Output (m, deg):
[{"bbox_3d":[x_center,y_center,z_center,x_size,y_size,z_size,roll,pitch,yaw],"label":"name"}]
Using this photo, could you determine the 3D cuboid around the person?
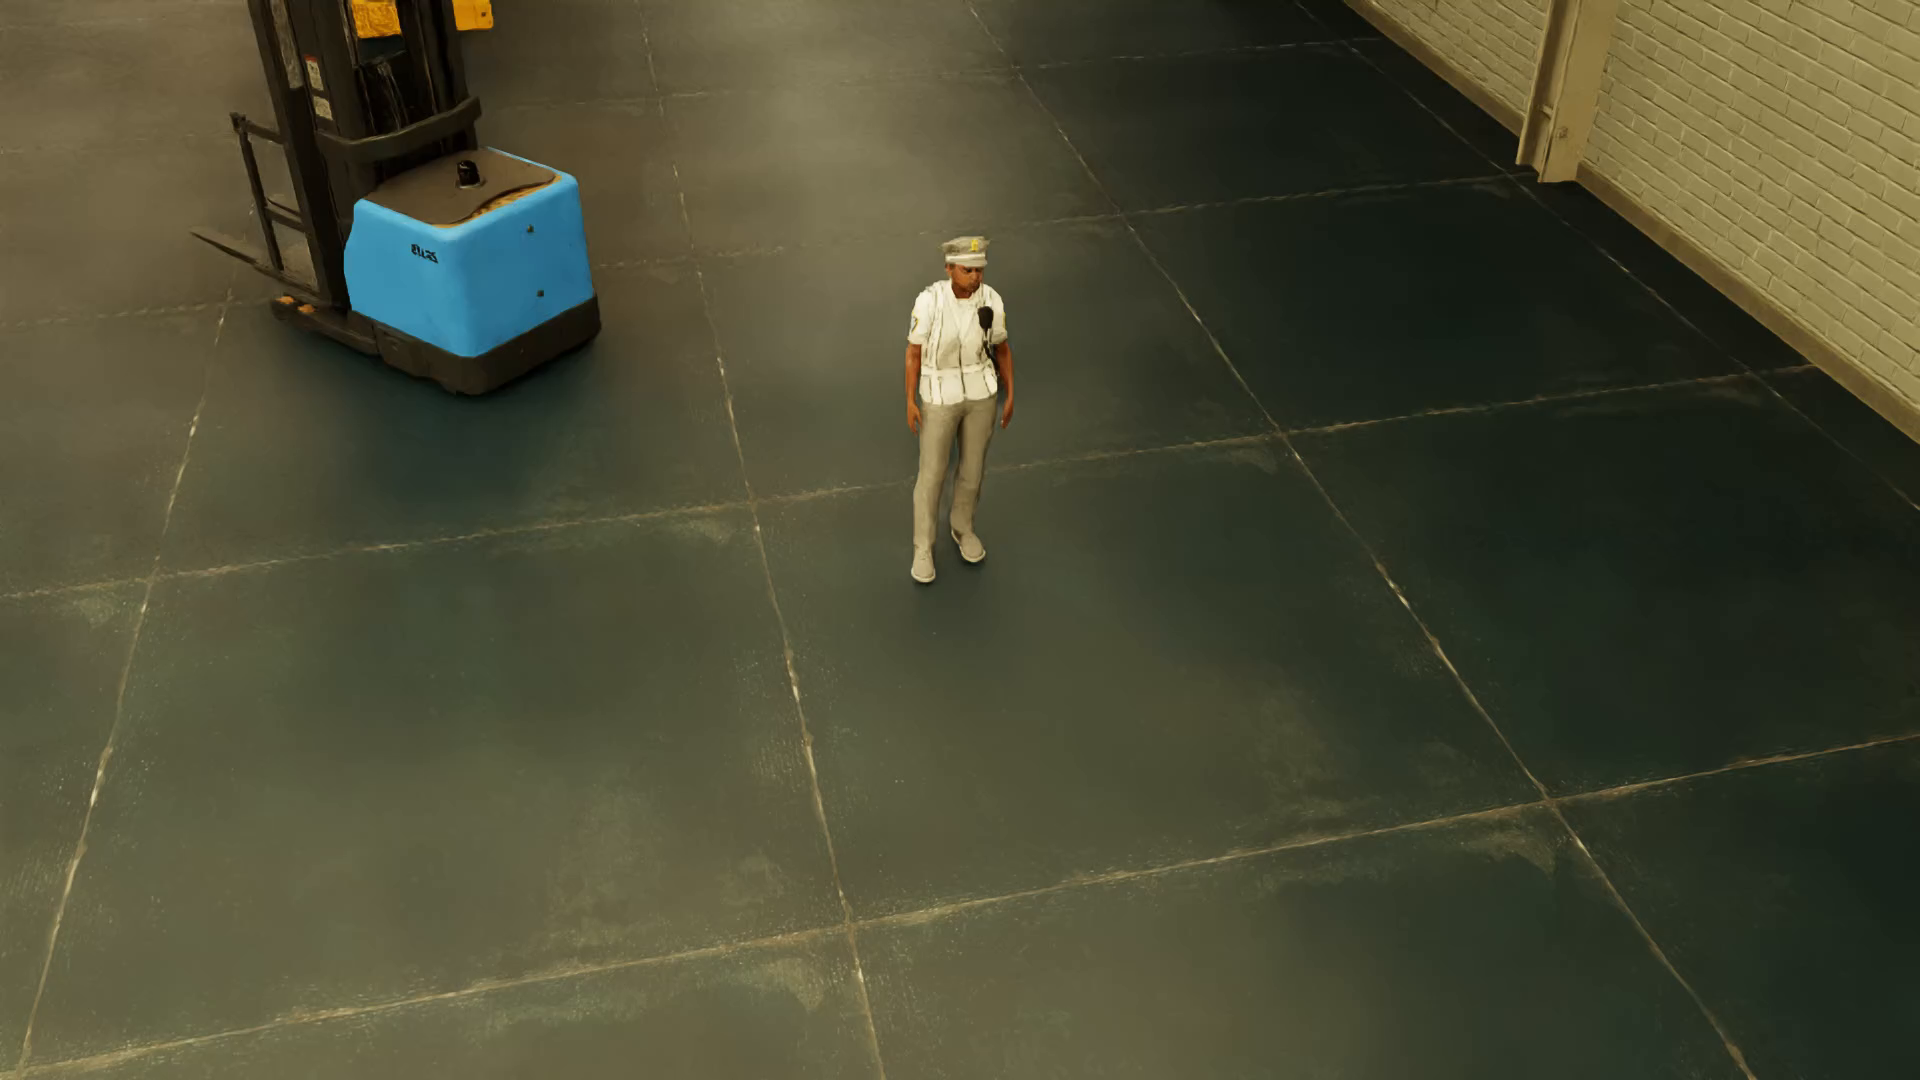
[{"bbox_3d":[-0.002,-0.649,7.997,0.570,1.695,0.529,-8,36,-11],"label":"person"}]

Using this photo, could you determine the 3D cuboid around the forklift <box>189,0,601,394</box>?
[{"bbox_3d":[-3.702,-2.713,9.820,3.031,2.935,1.130,23,42,28],"label":"forklift"}]
